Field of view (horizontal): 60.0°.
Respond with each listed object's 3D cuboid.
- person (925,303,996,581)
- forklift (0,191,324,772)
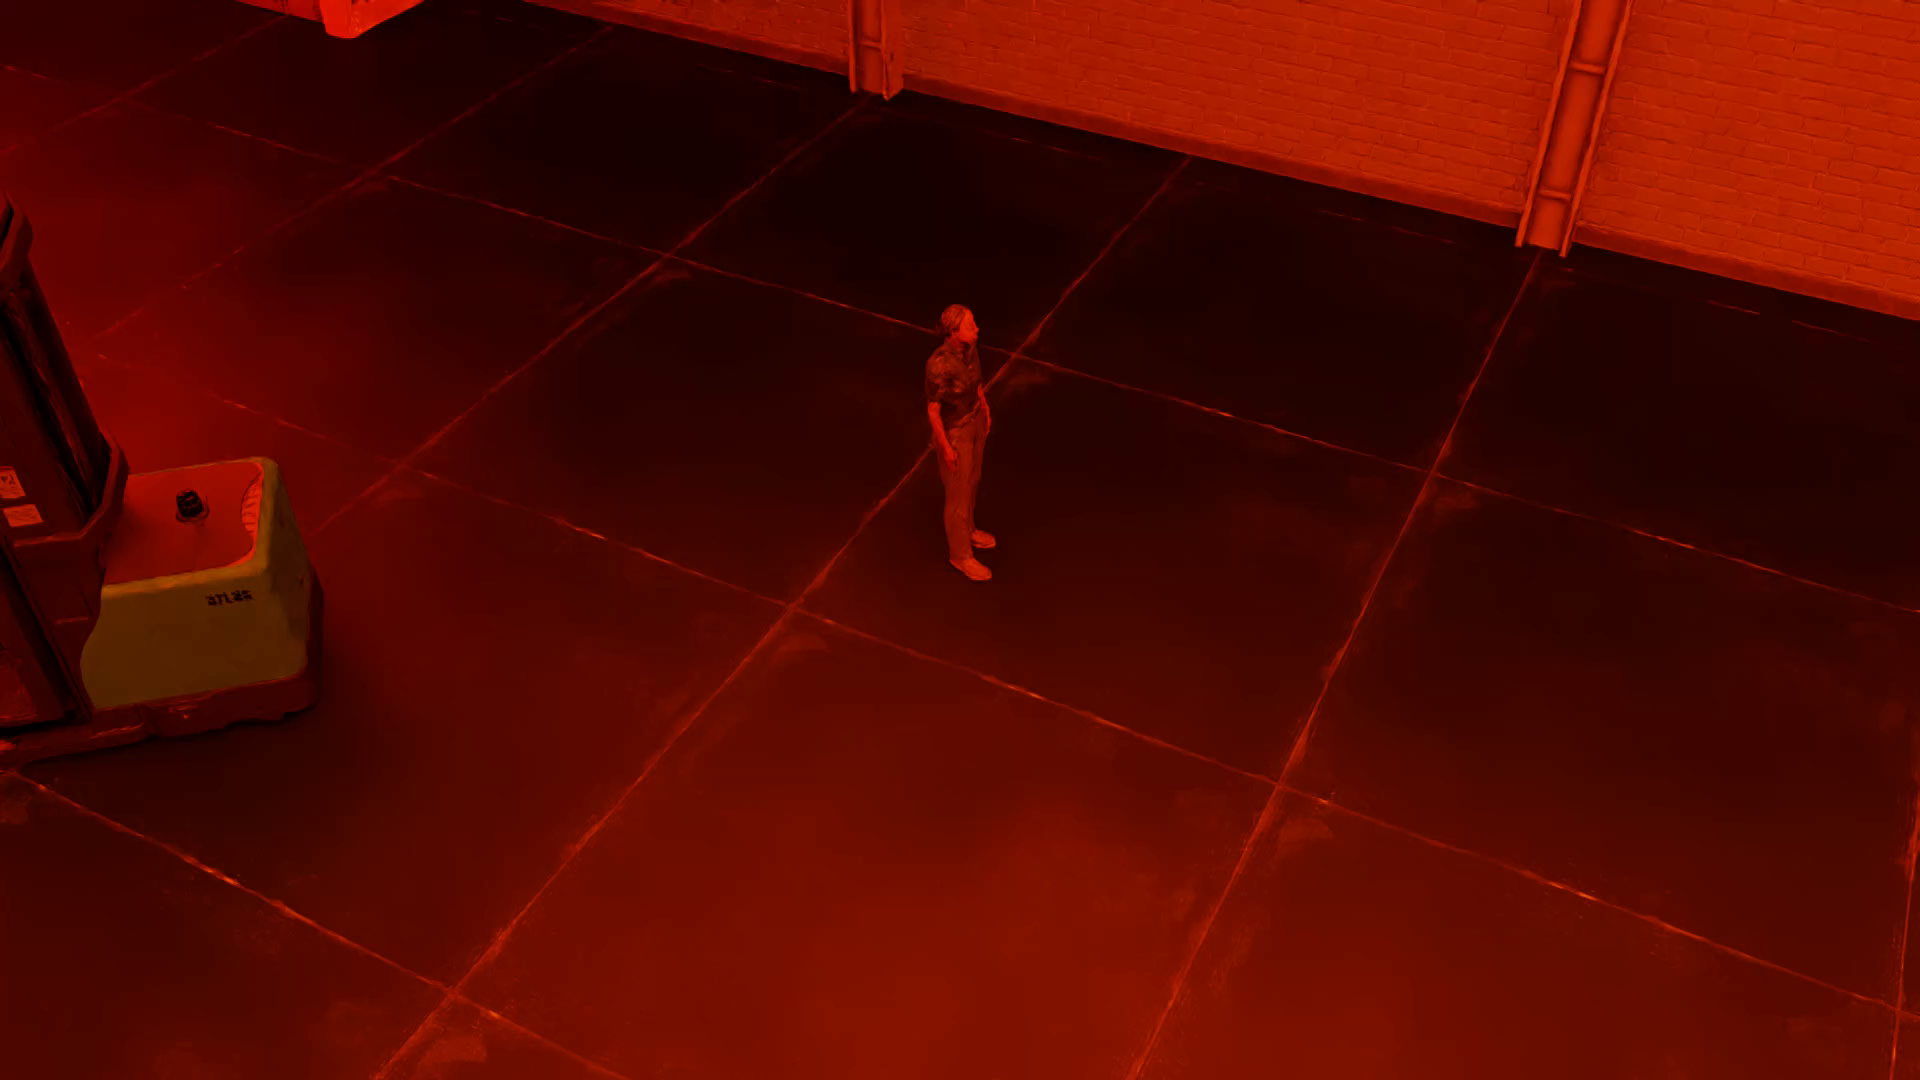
[{"bbox_3d":[0.069,-0.601,9.680,0.503,1.654,0.570,18,43,21],"label":"person"},{"bbox_3d":[-5.102,-0.241,8.273,3.031,2.935,1.130,-9,41,-11],"label":"forklift"}]
